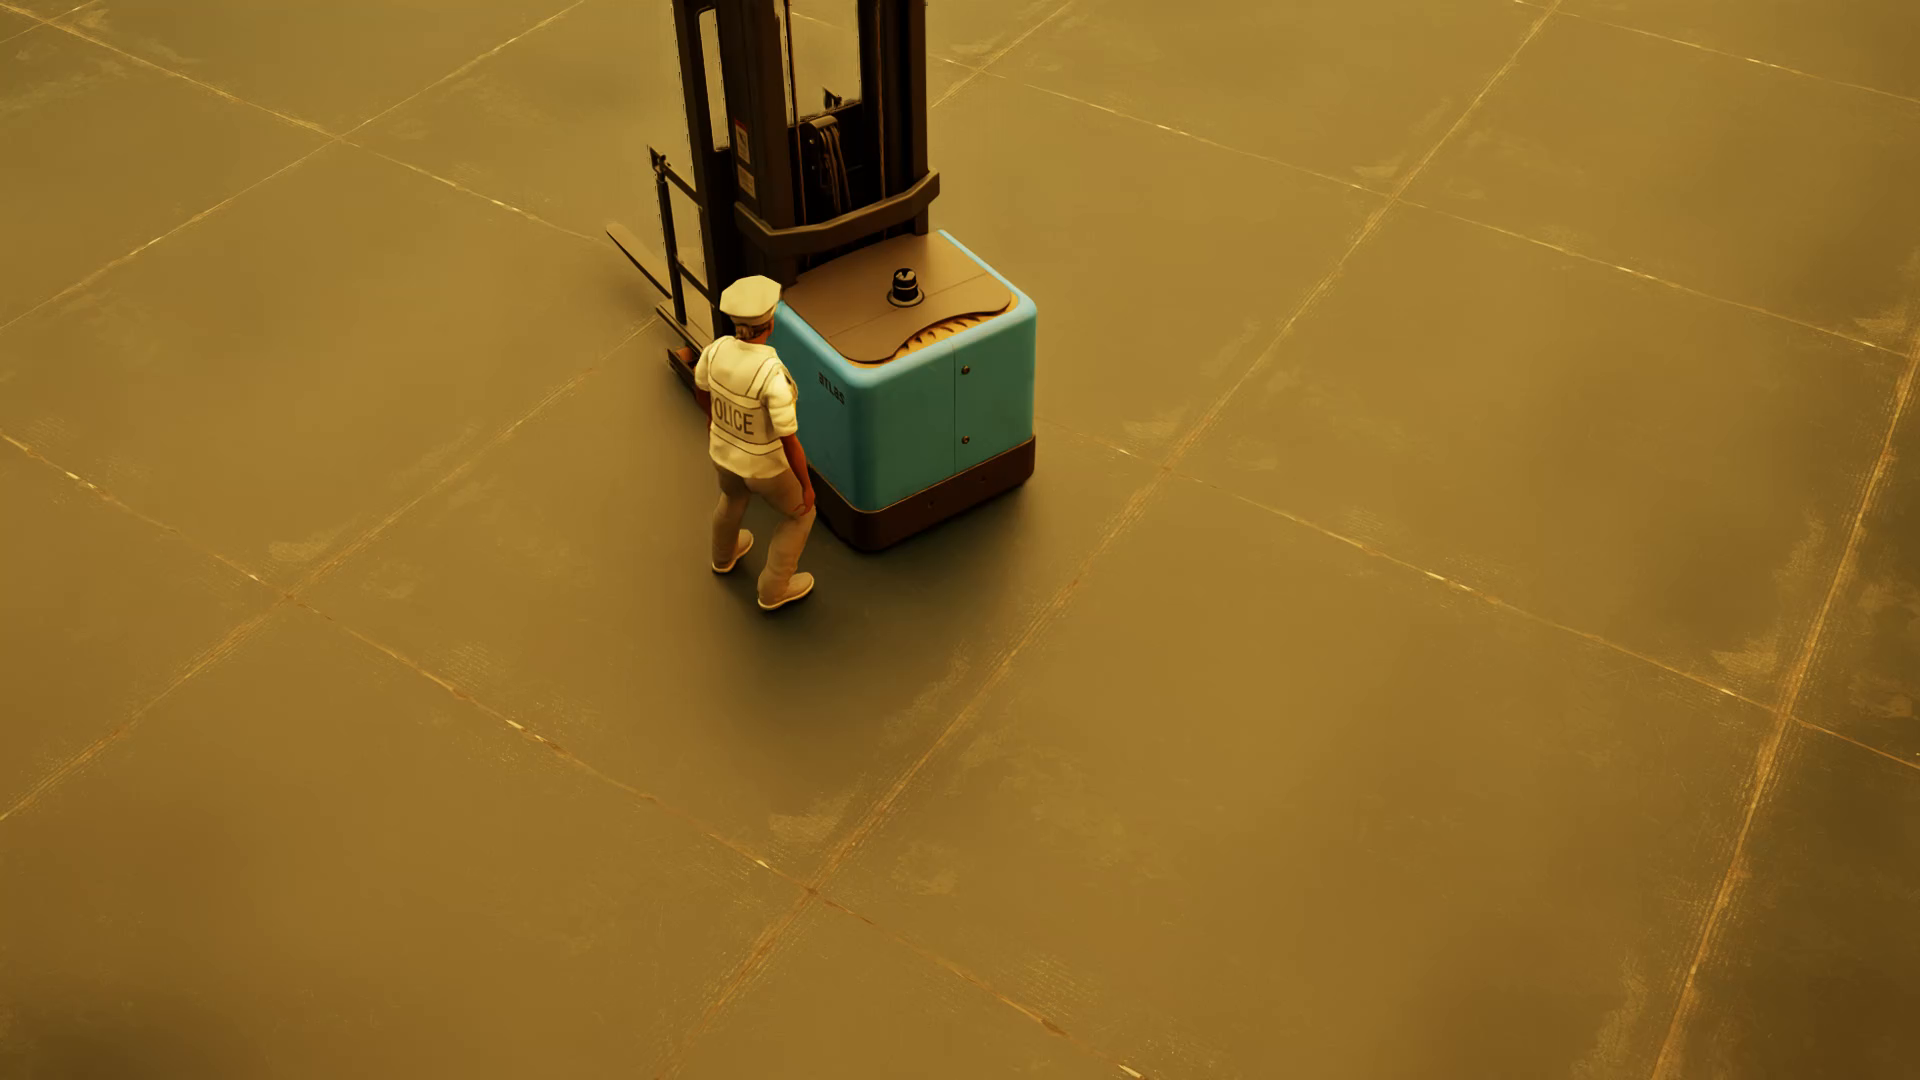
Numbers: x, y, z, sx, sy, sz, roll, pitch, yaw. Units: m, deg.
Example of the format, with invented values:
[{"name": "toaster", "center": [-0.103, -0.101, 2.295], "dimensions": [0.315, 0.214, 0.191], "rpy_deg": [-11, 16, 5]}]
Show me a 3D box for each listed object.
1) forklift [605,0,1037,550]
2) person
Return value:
[{"name": "forklift", "center": [-0.892, -1.991, 7.949], "dimensions": [1.130, 2.935, 3.031], "rpy_deg": [-26, 49, -25]}, {"name": "person", "center": [-0.884, -0.383, 7.197], "dimensions": [0.700, 1.634, 0.391], "rpy_deg": [27, 50, 25]}]
